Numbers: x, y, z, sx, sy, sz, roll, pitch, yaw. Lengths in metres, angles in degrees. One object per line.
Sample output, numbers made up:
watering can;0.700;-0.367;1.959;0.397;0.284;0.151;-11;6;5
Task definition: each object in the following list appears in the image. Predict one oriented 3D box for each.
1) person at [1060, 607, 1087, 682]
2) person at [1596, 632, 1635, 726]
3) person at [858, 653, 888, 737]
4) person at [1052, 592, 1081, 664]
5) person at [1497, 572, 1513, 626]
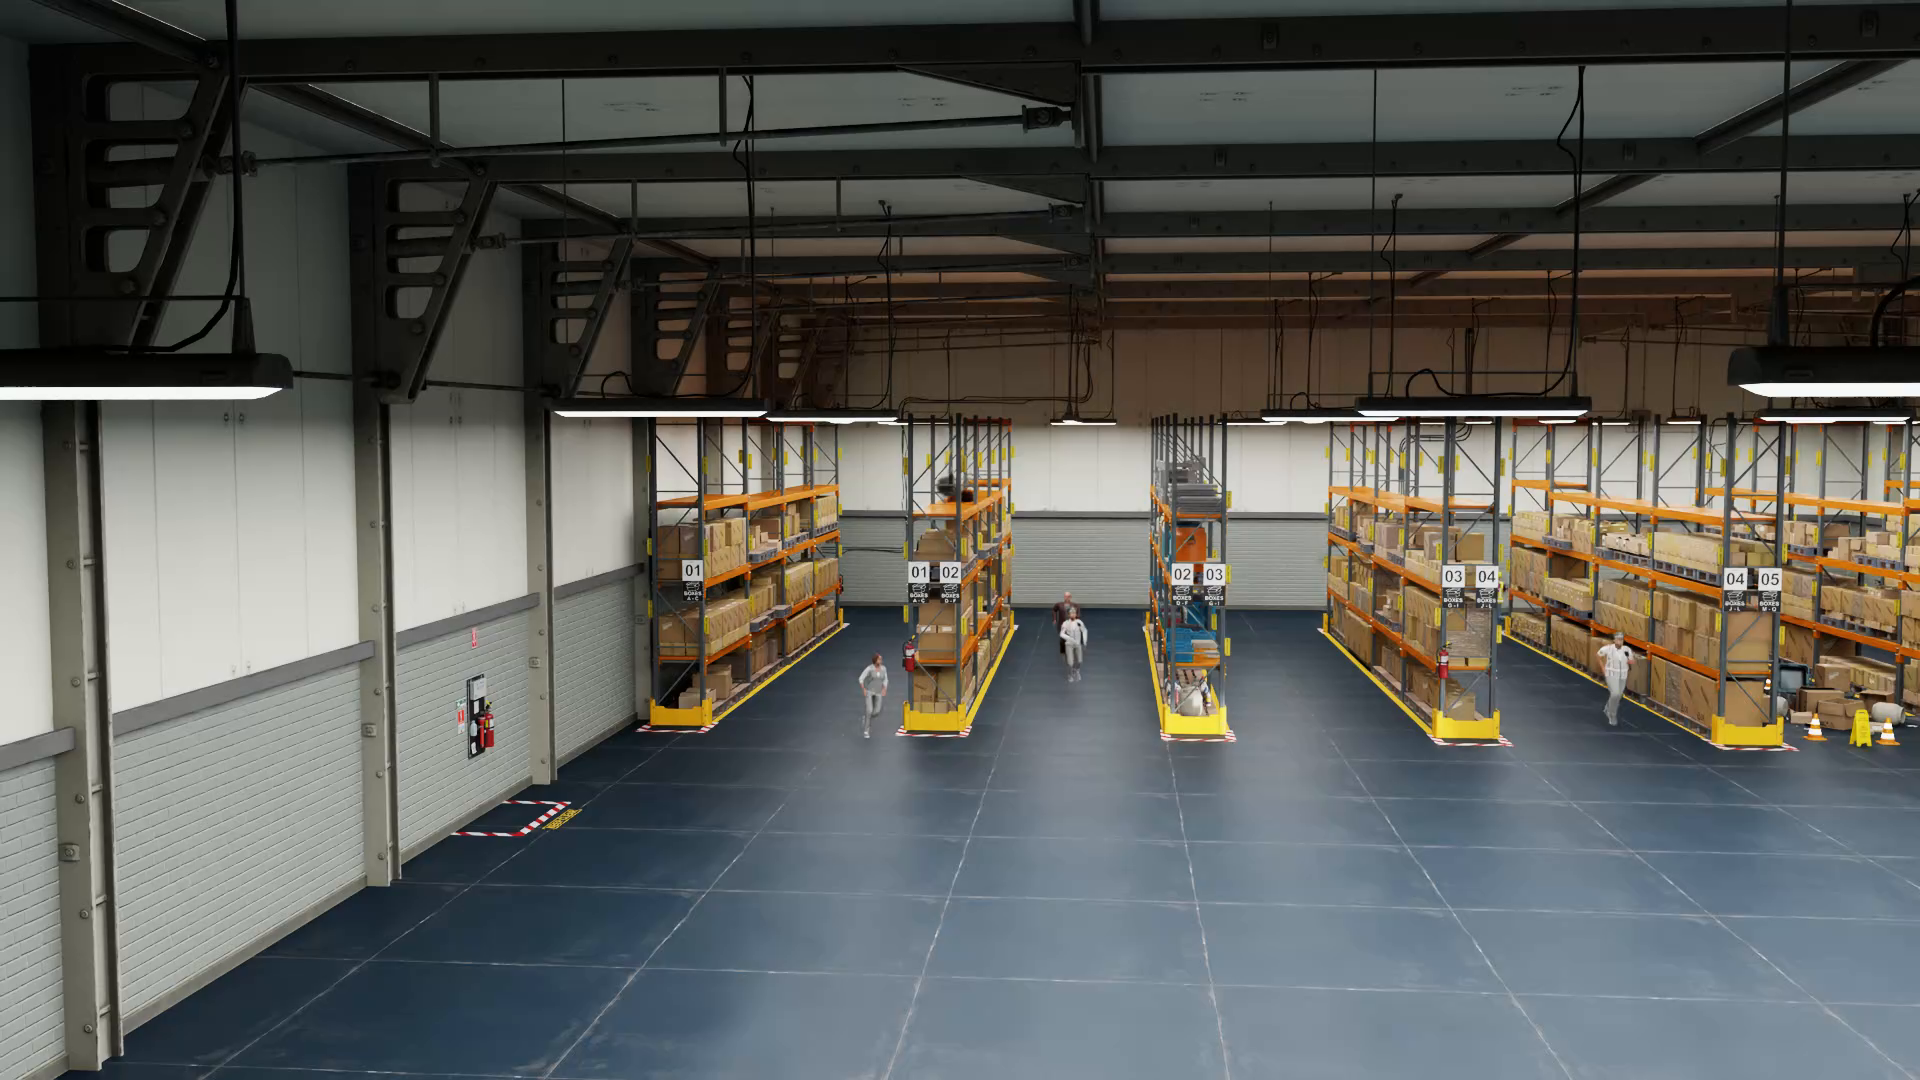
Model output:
person;2.455;2.242;35.577;0.623;1.633;0.540;-1;4;-8
person;12.755;2.684;32.320;0.635;1.843;0.817;0;4;-5
person;-1.622;2.878;31.064;0.583;1.544;0.535;-2;4;-22
person;2.553;2.101;39.752;0.684;1.743;0.894;0;4;0
person;15.279;1.718;47.471;1.054;1.614;0.743;1;4;11
